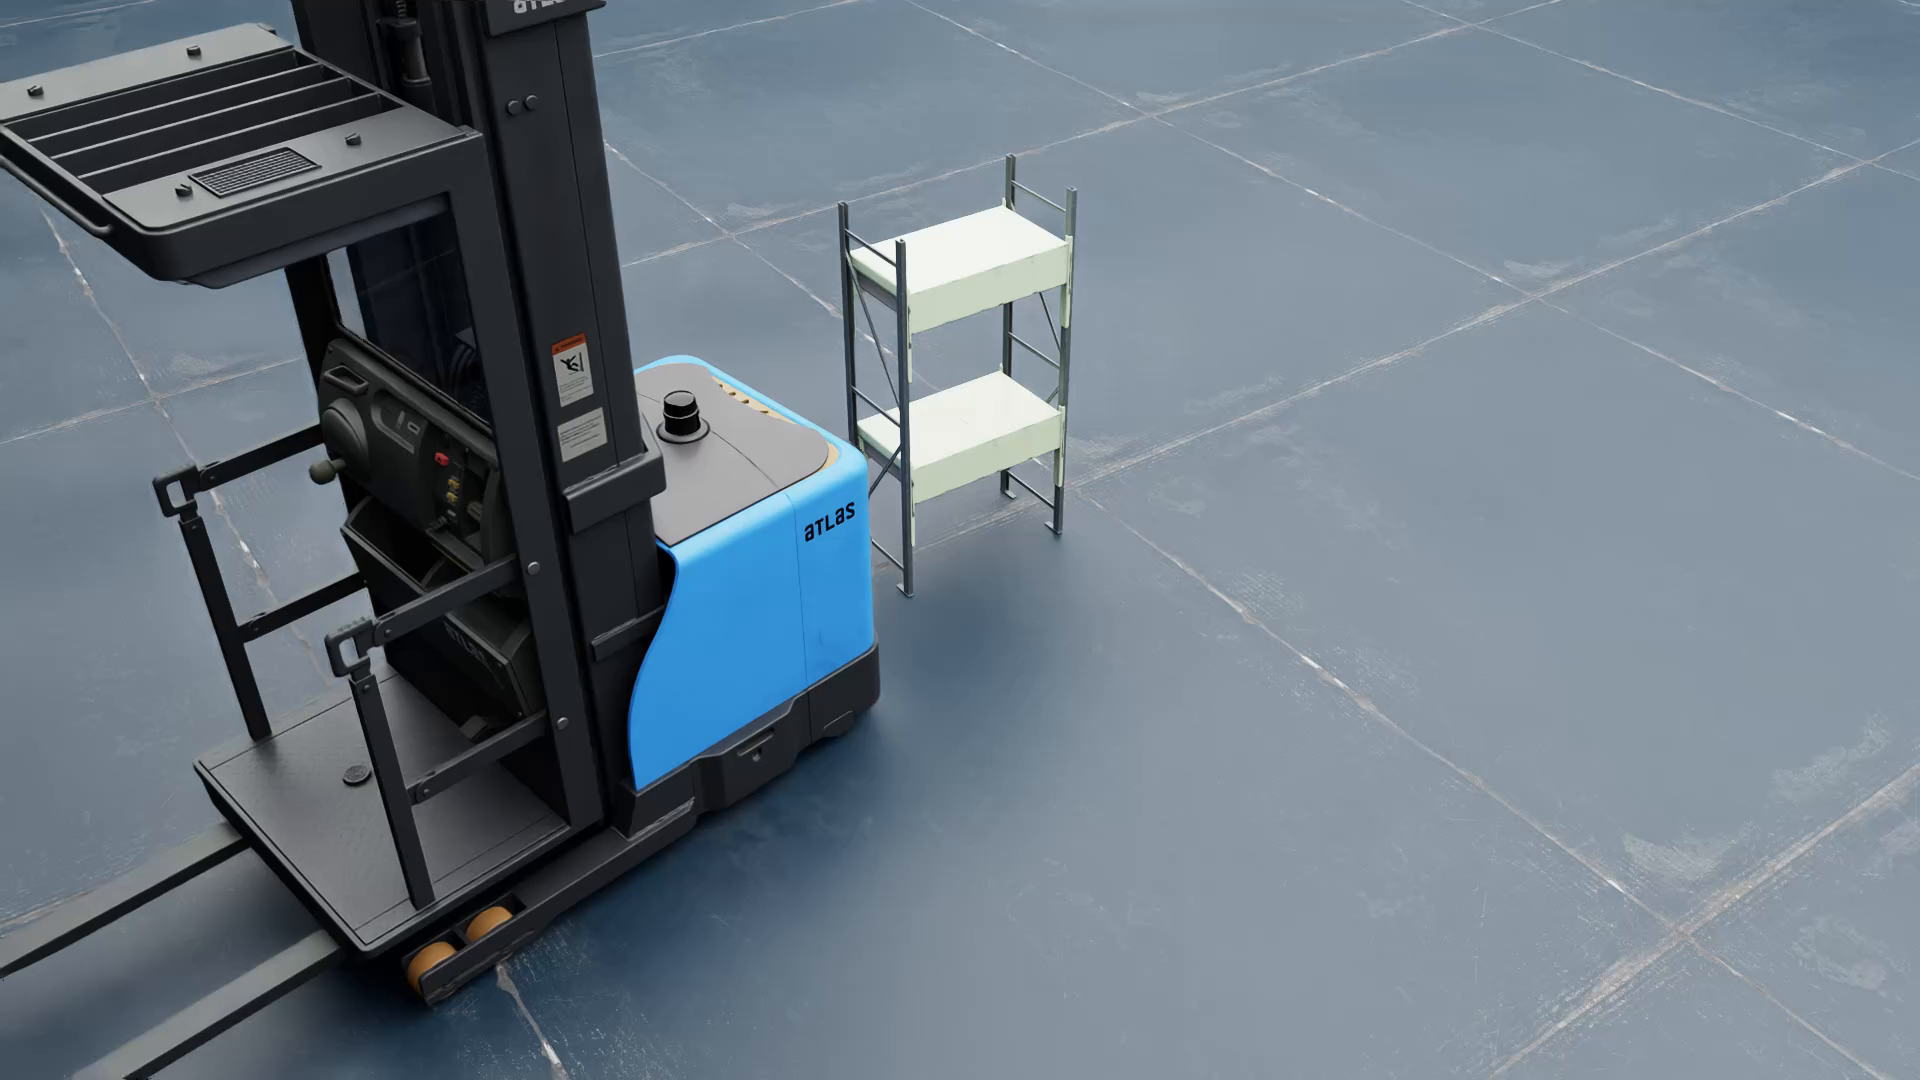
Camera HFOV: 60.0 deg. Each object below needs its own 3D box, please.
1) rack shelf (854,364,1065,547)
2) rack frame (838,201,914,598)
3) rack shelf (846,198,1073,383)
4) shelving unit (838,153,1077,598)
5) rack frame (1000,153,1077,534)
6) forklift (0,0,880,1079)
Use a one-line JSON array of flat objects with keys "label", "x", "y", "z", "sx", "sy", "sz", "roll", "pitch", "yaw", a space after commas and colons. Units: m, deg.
[{"label": "rack shelf", "x": -0.005, "y": -0.342, "z": 6.499, "sx": 0.720, "sy": 0.370, "sz": 0.431, "roll": -22, "pitch": 41, "yaw": -28}, {"label": "rack frame", "x": -0.305, "y": -0.484, "z": 6.138, "sx": 0.023, "sy": 1.500, "sz": 0.400, "roll": -22, "pitch": 41, "yaw": -28}, {"label": "rack shelf", "x": -0.005, "y": -0.923, "z": 6.081, "sx": 0.720, "sy": 0.370, "sz": 0.431, "roll": -22, "pitch": 41, "yaw": -28}, {"label": "shelving unit", "x": -0.005, "y": -0.607, "z": 6.309, "sx": 0.755, "sy": 1.500, "sz": 0.431, "roll": -22, "pitch": 41, "yaw": -28}, {"label": "rack frame", "x": 0.294, "y": -0.730, "z": 6.480, "sx": 0.023, "sy": 1.500, "sz": 0.400, "roll": -22, "pitch": 41, "yaw": -28}, {"label": "forklift", "x": -1.680, "y": -0.185, "z": 4.497, "sx": 3.031, "sy": 2.935, "sz": 1.130, "roll": -30, "pitch": 45, "yaw": -35}]
